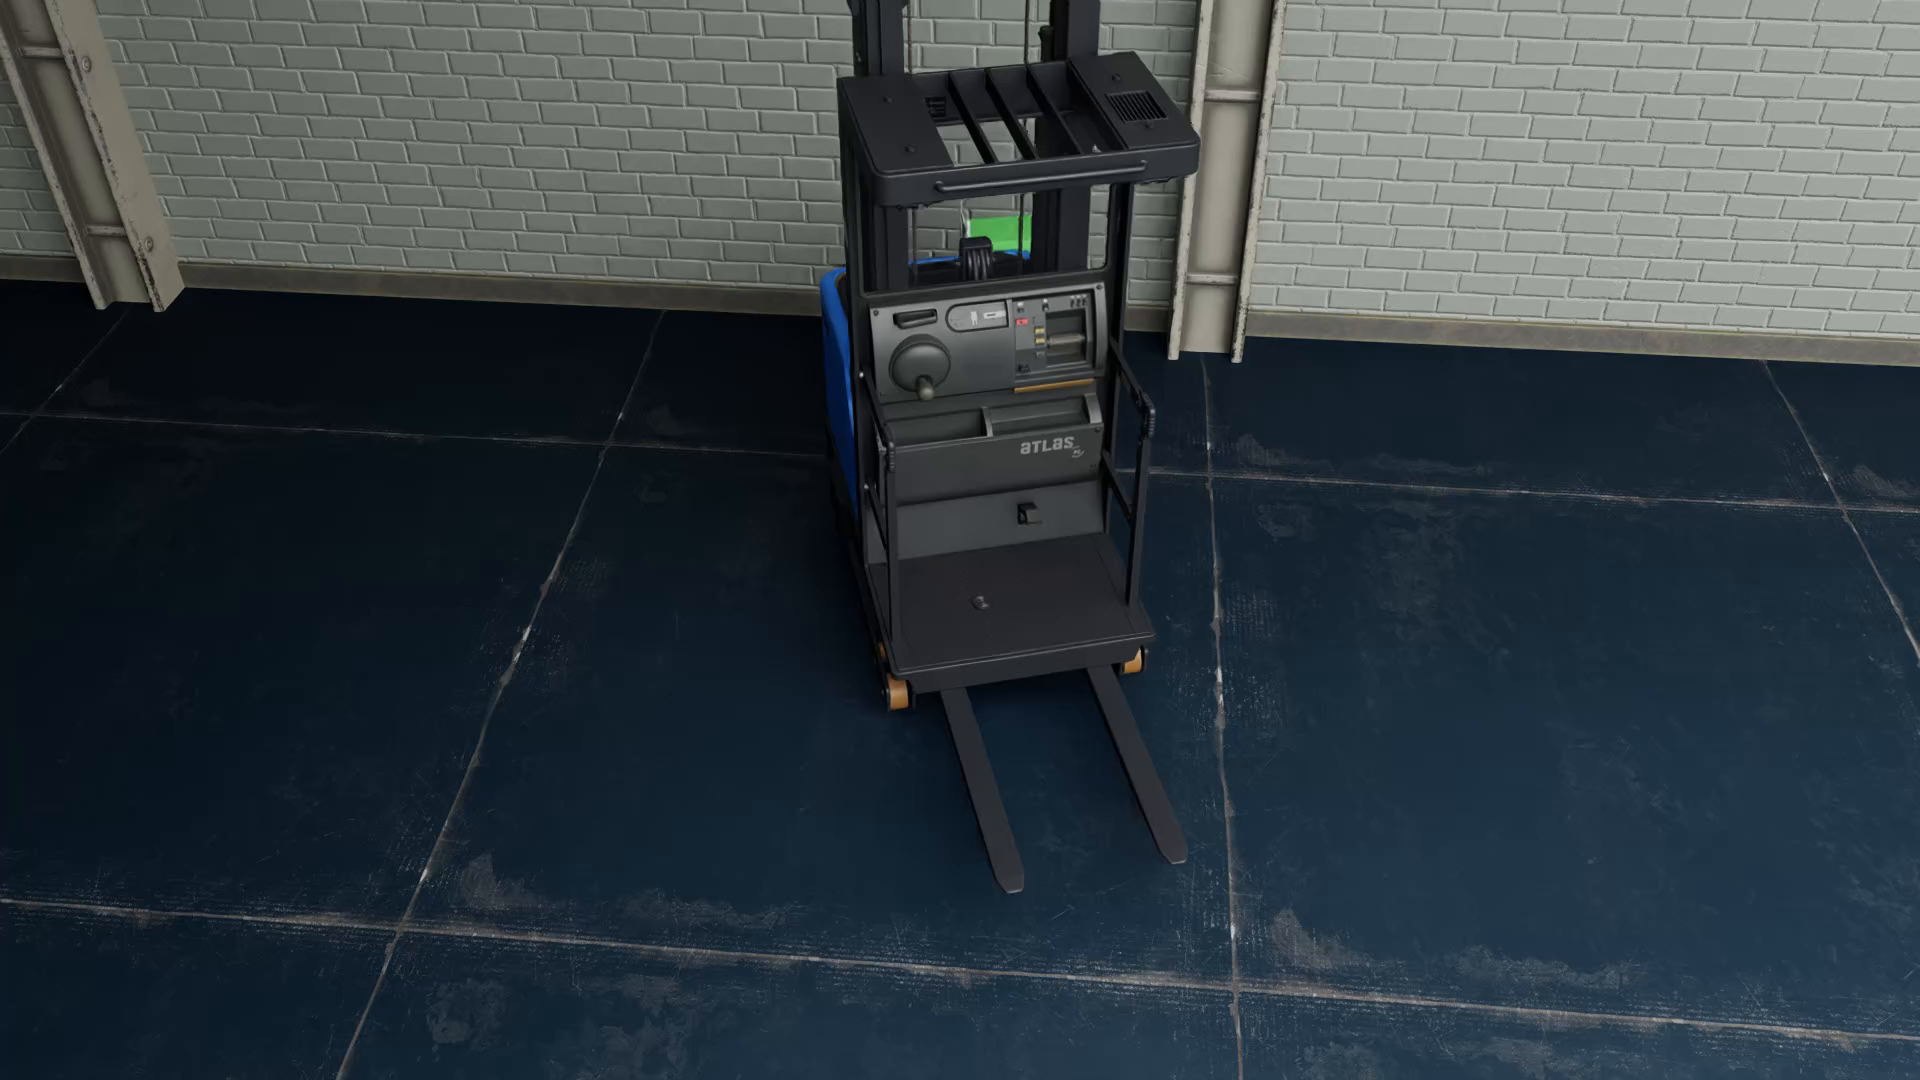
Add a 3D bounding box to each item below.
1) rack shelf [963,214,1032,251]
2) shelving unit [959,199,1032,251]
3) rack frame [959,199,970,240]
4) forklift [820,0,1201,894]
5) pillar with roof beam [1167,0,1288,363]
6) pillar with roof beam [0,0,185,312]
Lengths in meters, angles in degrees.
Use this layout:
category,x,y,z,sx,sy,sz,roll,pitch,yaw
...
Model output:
category,x,y,z,sx,sy,sz,roll,pitch,yaw
rack shelf,0.262,-1.428,7.894,0.480,0.148,0.258,-5,39,-6
shelving unit,0.262,-1.105,8.156,0.503,1.200,0.258,-5,39,-6
rack frame,0.020,-1.083,8.129,0.015,1.200,0.240,-5,39,-6
forklift,0.164,-0.696,6.283,1.130,2.935,3.031,-8,40,-10
pillar with roof beam,0.955,-1.841,2.884,0.400,9.000,9.100,3,39,4
pillar with roof beam,-5.023,-2.168,3.285,0.400,9.000,9.100,3,39,4
